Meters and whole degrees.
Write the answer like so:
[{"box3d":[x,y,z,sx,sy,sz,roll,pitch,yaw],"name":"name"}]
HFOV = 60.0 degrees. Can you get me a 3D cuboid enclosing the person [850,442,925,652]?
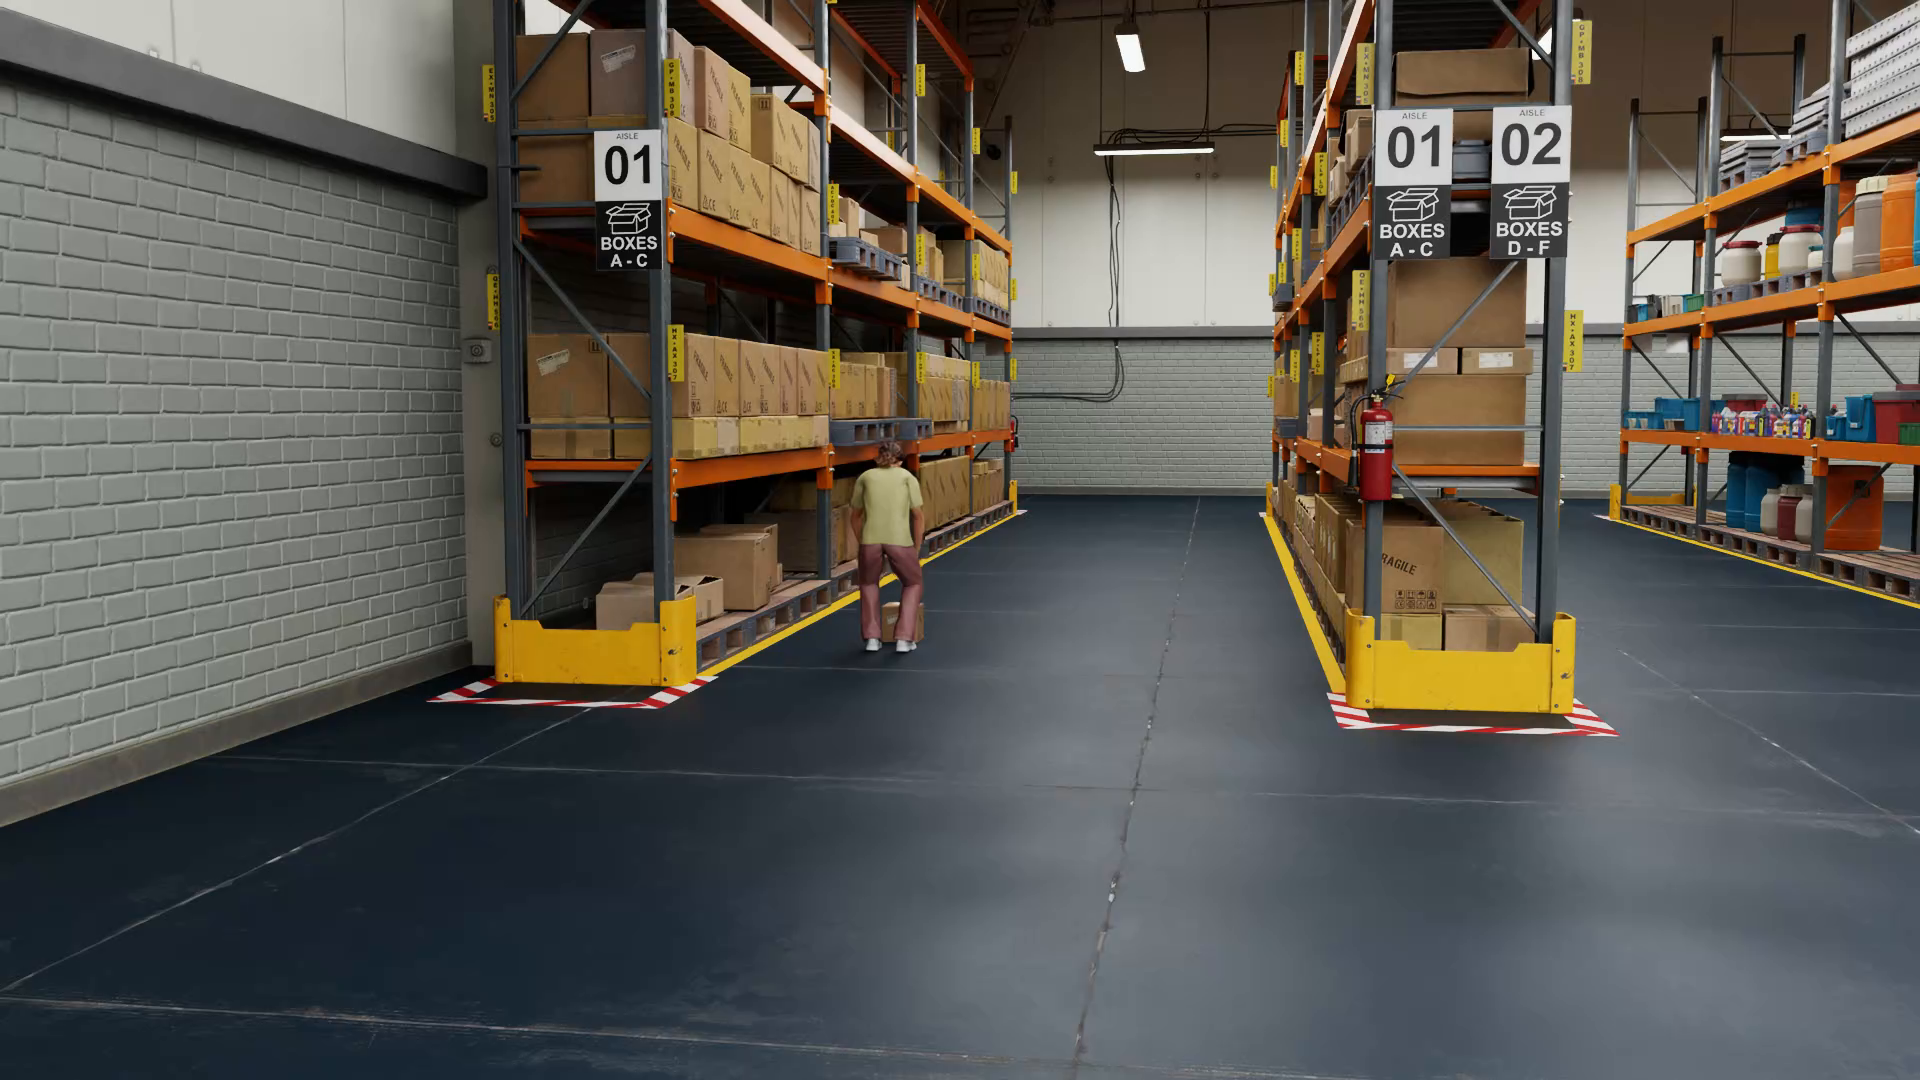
[{"box3d":[-0.499,0.043,11.159,0.510,1.390,0.635,1,5,9],"name":"person"}]
